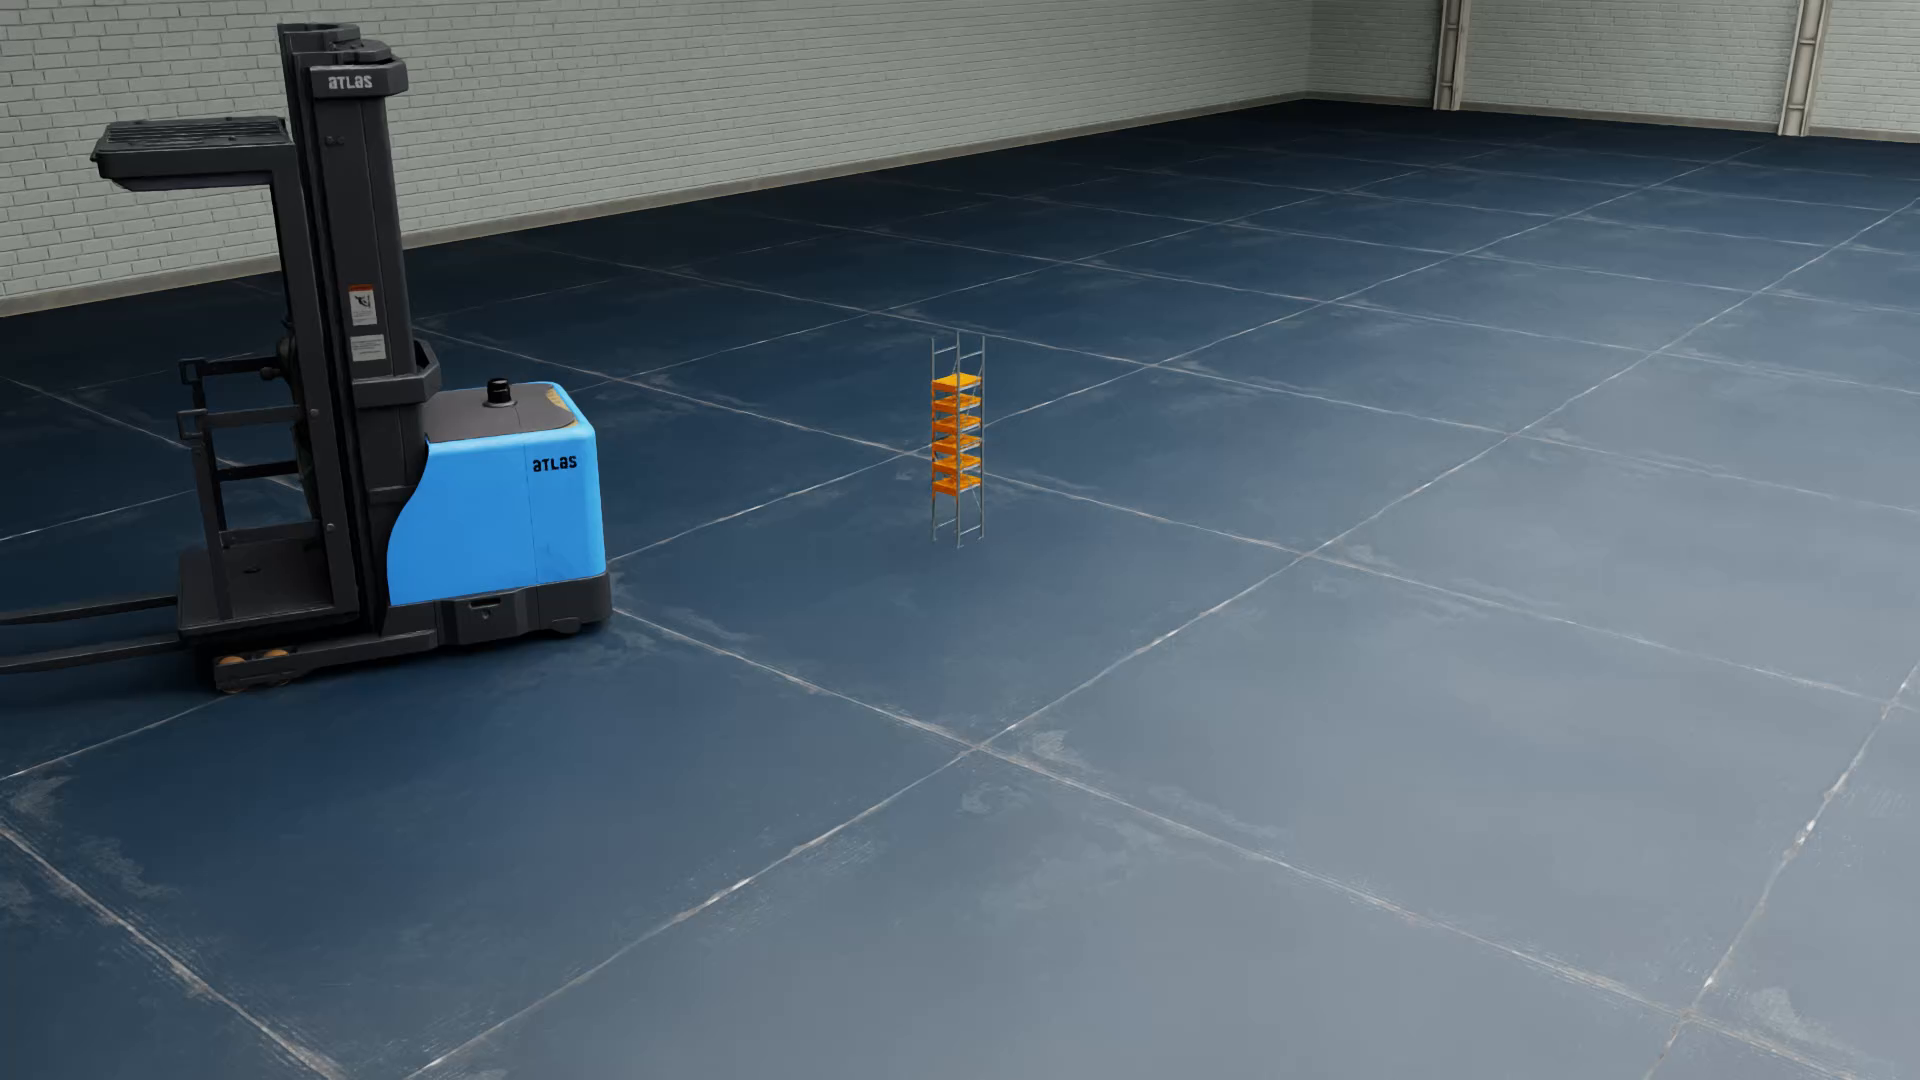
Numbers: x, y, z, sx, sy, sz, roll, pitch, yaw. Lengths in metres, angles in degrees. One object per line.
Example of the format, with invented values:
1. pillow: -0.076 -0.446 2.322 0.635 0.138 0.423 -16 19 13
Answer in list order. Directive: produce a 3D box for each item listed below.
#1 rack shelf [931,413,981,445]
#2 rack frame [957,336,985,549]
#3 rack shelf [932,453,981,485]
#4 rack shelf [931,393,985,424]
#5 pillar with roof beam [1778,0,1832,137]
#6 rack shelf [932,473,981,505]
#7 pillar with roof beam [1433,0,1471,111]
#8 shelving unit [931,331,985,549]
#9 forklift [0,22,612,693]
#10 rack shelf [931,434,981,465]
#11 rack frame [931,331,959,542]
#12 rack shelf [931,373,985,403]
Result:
1. rack shelf: -0.011 -0.635 9.438 0.180 0.103 0.258 16 26 36
2. rack frame: 0.060 -0.544 9.411 0.006 1.200 0.240 16 26 36
3. rack shelf: -0.011 -0.411 9.523 0.180 0.103 0.258 16 26 36
4. rack shelf: -0.011 -0.748 9.396 0.180 0.103 0.258 16 26 36
5. pillar with roof beam: 10.950 -9.681 22.588 0.400 9.000 9.100 16 26 36
6. rack shelf: -0.011 -0.298 9.565 0.180 0.103 0.258 16 26 36
7. pillar with roof beam: 6.302 -11.020 26.137 0.400 9.000 9.100 16 26 36
8. shelving unit: -0.011 -0.565 9.465 0.189 1.200 0.258 16 26 36
9. forklift: -3.338 -0.868 7.816 3.031 2.935 1.130 -9 22 -22
10. rack shelf: -0.011 -0.523 9.481 0.180 0.103 0.258 16 26 36
11. rack frame: -0.082 -0.585 9.519 0.006 1.200 0.240 16 26 36
12. rack shelf: -0.011 -0.860 9.354 0.180 0.103 0.258 16 26 36
